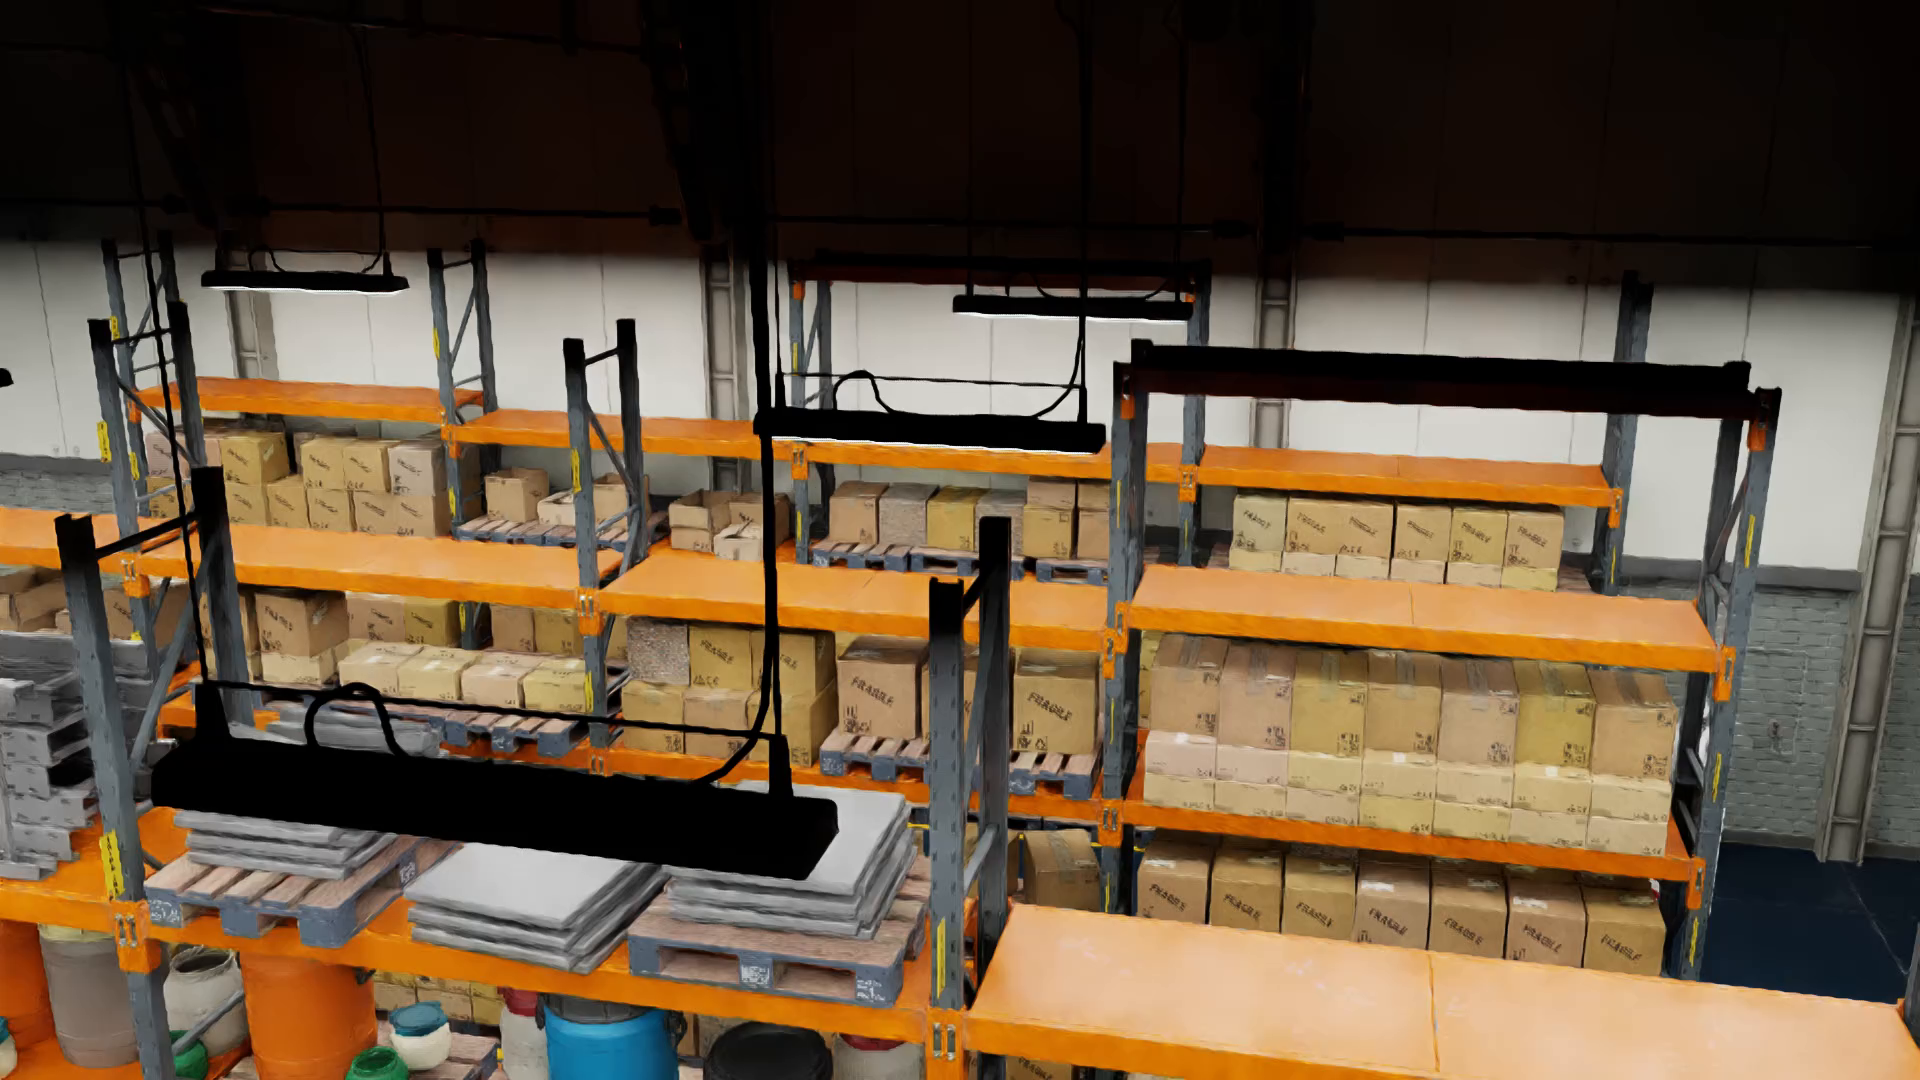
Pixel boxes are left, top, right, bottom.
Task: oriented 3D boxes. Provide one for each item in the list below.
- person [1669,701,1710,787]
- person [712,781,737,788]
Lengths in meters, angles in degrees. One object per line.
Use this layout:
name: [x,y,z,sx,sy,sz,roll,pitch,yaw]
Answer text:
person: [7.419,2.440,16.840,0.562,1.762,0.733,-14,21,-39]
person: [-2.226,2.407,16.965,0.604,1.781,0.444,-3,17,-10]
